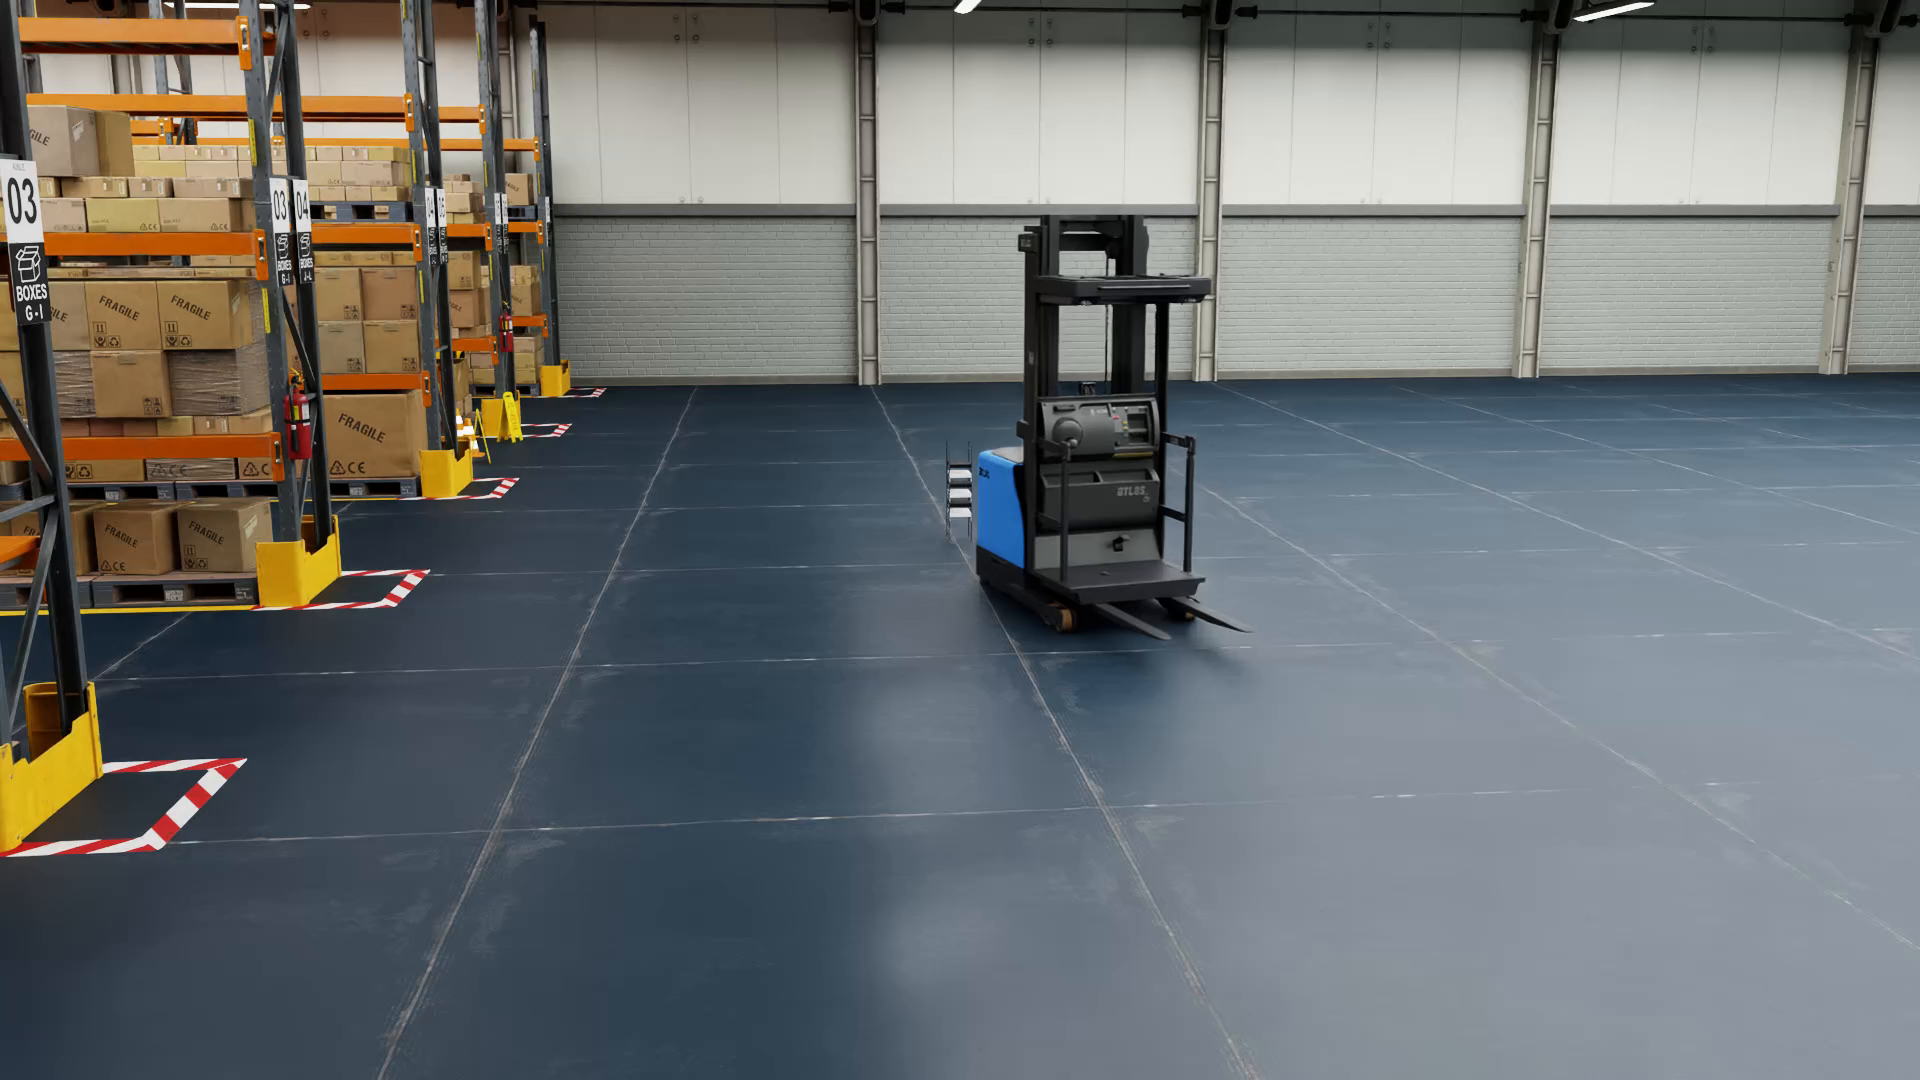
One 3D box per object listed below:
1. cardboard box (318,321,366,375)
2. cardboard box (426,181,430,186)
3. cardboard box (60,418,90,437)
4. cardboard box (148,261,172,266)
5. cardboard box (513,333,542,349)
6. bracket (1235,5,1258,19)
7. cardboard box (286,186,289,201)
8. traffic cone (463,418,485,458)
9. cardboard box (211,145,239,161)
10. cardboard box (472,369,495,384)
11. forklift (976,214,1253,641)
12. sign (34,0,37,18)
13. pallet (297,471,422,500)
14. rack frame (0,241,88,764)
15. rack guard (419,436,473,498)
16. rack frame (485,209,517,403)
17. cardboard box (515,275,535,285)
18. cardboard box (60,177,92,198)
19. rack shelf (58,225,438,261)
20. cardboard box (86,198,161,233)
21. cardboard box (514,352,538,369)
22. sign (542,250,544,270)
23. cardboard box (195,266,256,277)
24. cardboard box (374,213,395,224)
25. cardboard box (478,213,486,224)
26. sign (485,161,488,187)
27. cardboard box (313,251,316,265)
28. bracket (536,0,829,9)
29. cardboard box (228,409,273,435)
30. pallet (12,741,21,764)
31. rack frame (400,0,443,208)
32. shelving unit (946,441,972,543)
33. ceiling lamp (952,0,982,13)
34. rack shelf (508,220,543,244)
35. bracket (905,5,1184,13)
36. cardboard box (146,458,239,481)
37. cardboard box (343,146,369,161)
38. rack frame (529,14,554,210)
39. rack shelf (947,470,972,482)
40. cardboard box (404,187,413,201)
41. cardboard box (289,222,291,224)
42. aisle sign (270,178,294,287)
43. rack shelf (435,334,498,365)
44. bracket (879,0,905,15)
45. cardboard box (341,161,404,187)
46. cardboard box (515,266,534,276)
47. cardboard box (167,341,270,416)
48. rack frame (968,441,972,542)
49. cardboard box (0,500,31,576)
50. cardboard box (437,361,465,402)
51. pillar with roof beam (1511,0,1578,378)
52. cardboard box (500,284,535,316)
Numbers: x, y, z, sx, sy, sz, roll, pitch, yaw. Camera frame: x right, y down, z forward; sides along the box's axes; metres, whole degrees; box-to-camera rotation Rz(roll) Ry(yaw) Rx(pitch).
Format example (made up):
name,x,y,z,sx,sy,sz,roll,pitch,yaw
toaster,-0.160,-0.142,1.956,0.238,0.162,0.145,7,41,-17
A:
name,x,y,z,sx,sy,sz,roll,pitch,yaw
cardboard box,-6.496,-2.070,17.612,0.550,0.550,0.875,-1,11,-6
cardboard box,-7.039,-4.644,21.907,0.250,0.149,0.380,-1,11,-7
cardboard box,-6.655,-0.877,12.585,0.250,0.149,0.380,-1,11,-6
cardboard box,-10.705,-3.669,22.337,0.250,0.149,0.380,-1,11,-6
cardboard box,-7.261,-3.301,27.711,0.500,0.250,0.500,-1,11,-7
bracket,4.829,-8.986,28.298,0.430,0.232,0.235,-1,11,-6
cardboard box,-6.894,-3.539,17.001,0.250,0.149,0.380,-1,11,-7
traffic cone,-6.053,-1.268,20.502,0.334,0.463,0.336,-1,11,-6
cardboard box,-7.402,-3.919,16.869,0.250,0.149,0.380,-1,11,-6
cardboard box,-7.691,-2.705,27.273,0.500,0.250,0.500,-1,11,-6
forklift,1.112,-0.869,12.070,1.130,2.935,3.031,-4,12,-20
sign,-9.600,-5.531,17.226,0.005,0.325,0.100,-1,11,-6
pallet,-6.374,-0.628,17.898,1.213,0.211,1.003,-1,11,-6
rack frame,-4.618,-0.125,8.109,0.127,3.000,1.000,-1,11,-6
rack guard,-5.564,-0.802,18.033,0.348,0.500,1.175,-1,11,-6
rack frame,-6.223,-2.975,22.608,0.127,3.000,1.000,-1,11,-6
cardboard box,-7.077,-4.233,27.067,0.250,0.149,0.380,-1,11,-5
cardboard box,-6.433,-2.602,12.290,0.250,0.149,0.380,-1,11,-5
rack shelf,-7.576,-3.105,17.358,4.000,0.370,1.077,-1,11,-6
cardboard box,-6.101,-2.403,12.311,0.500,0.250,0.500,-1,11,-6
cardboard box,-7.213,-2.959,27.269,0.500,0.250,0.500,-1,11,-7
sign,-6.718,-4.507,26.784,0.005,0.325,0.100,-1,11,-6
cardboard box,-7.582,-2.580,17.411,0.500,0.550,0.875,-1,11,-6
cardboard box,-7.561,-4.245,21.944,0.250,0.149,0.380,-1,11,-7
cardboard box,-6.588,-4.379,22.624,0.250,0.149,0.380,-1,11,-6
sign,-6.183,-4.775,21.689,0.005,0.325,0.100,-1,11,-6
cardboard box,-8.726,-3.557,21.944,0.500,0.500,0.700,-1,11,-7
bracket,-4.523,-8.790,27.301,4.783,0.066,0.076,-1,11,-6
cardboard box,-5.414,-0.906,12.733,0.250,0.149,0.380,-1,11,-6
pallet,-5.496,1.270,8.243,1.213,0.211,1.003,-1,11,-6
rack frame,-5.588,-4.972,17.211,0.127,3.000,1.000,-1,11,-6
shelving unit,-0.008,-0.441,15.162,0.210,0.900,0.258,-1,11,-6
ceiling lamp,0.393,-9.138,23.272,0.800,3.185,2.000,-1,11,-6
rack shelf,-8.751,-5.004,27.017,4.000,0.370,1.077,-1,11,-6
bracket,1.442,-8.915,27.937,4.783,0.066,0.076,-1,11,-6
cardboard box,-8.036,-1.127,17.628,0.875,0.875,0.875,-1,11,-6
cardboard box,-6.134,-3.946,17.006,0.250,0.149,0.380,-1,11,-6
rack frame,-6.763,-6.871,26.871,0.127,3.000,1.000,-1,11,-6
rack shelf,-0.008,-0.585,15.134,0.200,0.077,0.258,-1,11,-6
cardboard box,-5.963,-3.686,17.751,0.250,0.149,0.380,-1,11,-6
cardboard box,-8.842,-4.222,21.825,0.250,0.149,0.380,-2,11,-8
aisle sign,-5.059,-2.294,12.404,0.004,0.787,0.394,-1,11,-6
rack shelf,-8.211,-2.581,22.465,4.000,0.370,1.077,-1,11,-6
bracket,-1.136,-8.861,27.662,0.430,0.232,0.235,-1,11,-6
cardboard box,-6.044,-3.764,17.112,0.500,0.250,0.500,-1,11,-5
cardboard box,-7.096,-4.392,27.105,0.250,0.149,0.380,-1,11,-6
cardboard box,-5.702,-1.264,12.871,0.500,0.500,0.875,-1,11,-6
rack frame,0.093,-0.443,15.173,0.006,0.900,0.240,-1,11,-6
cardboard box,-7.550,-0.013,12.931,0.500,0.500,0.500,-2,11,-11
cardboard box,-6.991,-2.133,22.421,0.500,0.500,0.500,-1,11,-6
pillar with roof beam,10.808,-6.578,25.384,0.548,9.000,9.100,-1,11,-6
cardboard box,-7.223,-3.915,27.131,0.500,0.500,0.500,-1,11,-7
